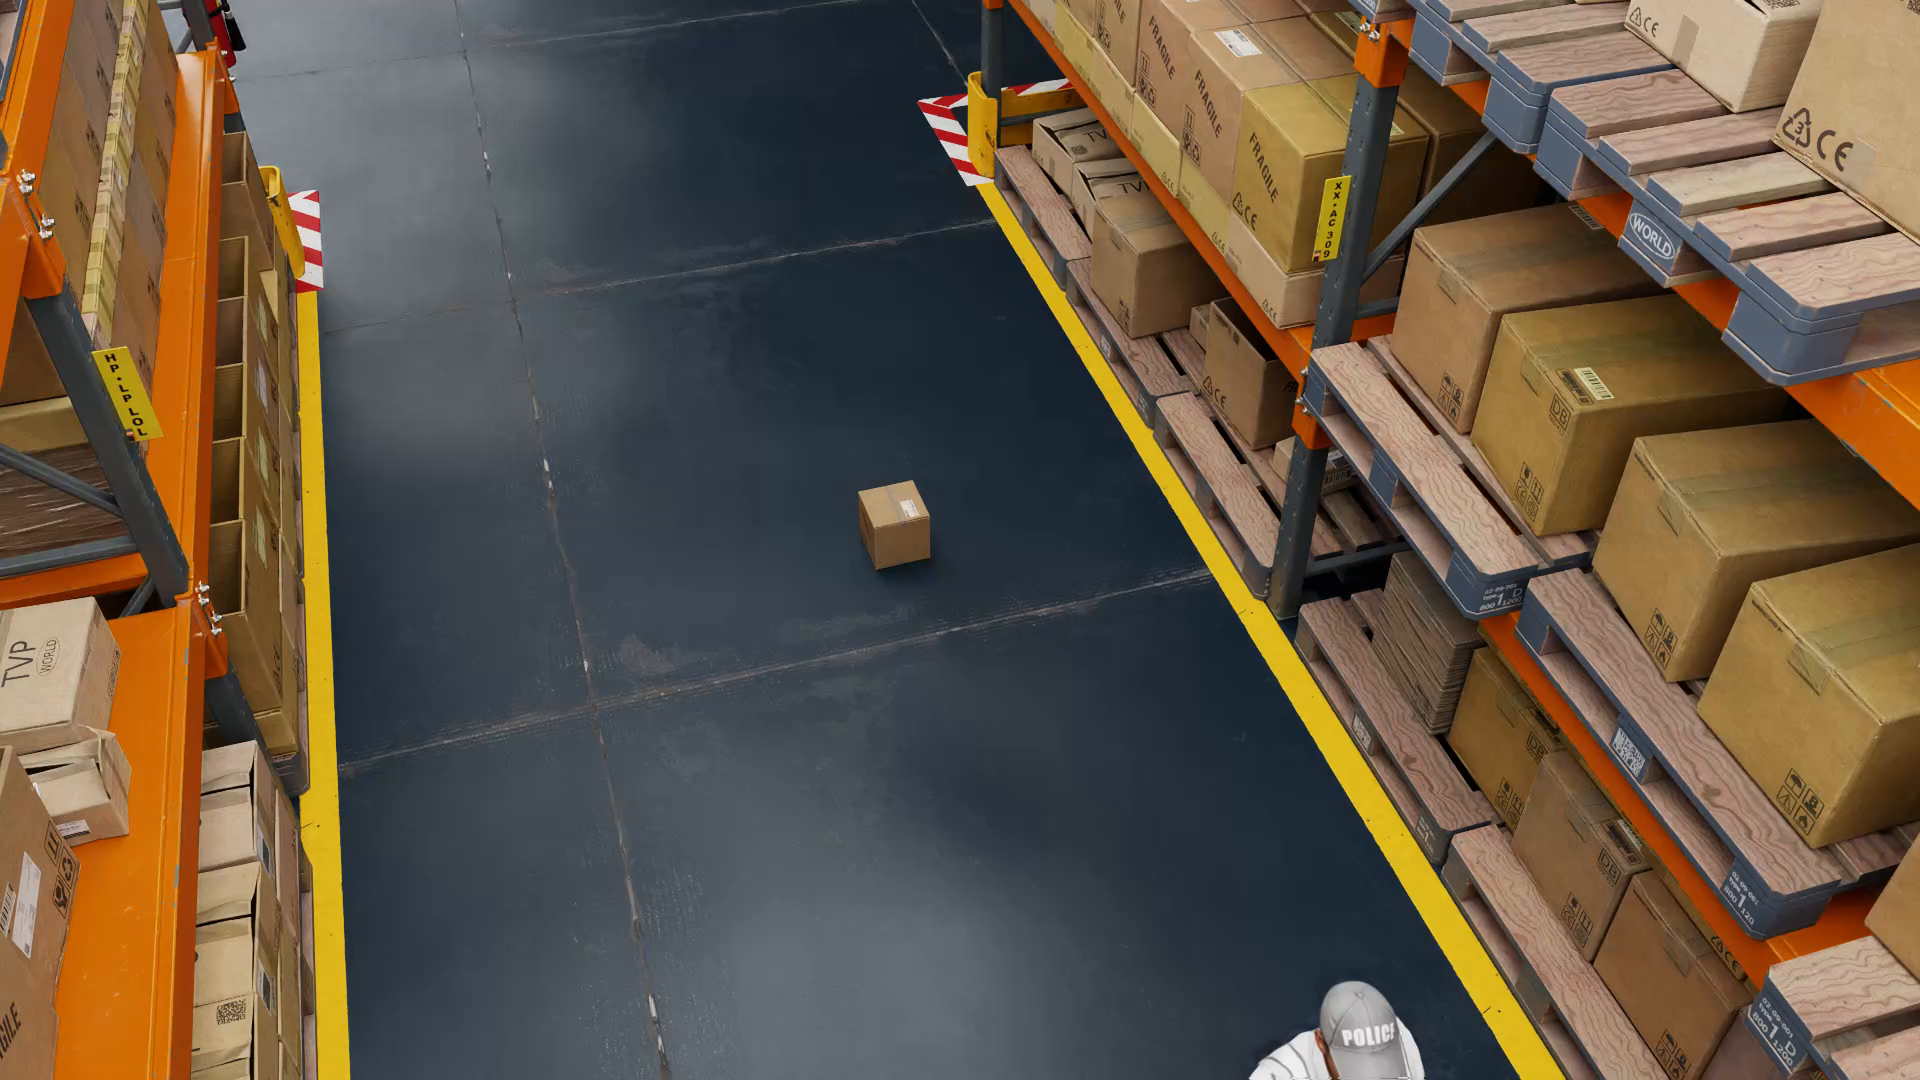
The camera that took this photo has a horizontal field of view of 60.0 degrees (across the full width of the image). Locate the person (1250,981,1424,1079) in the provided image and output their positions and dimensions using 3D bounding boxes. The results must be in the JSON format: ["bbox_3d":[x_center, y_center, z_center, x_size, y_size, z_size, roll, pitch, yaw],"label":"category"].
[{"bbox_3d":[0.920,1.635,4.346,0.475,1.645,0.690,-15,45,-16],"label":"person"}]
